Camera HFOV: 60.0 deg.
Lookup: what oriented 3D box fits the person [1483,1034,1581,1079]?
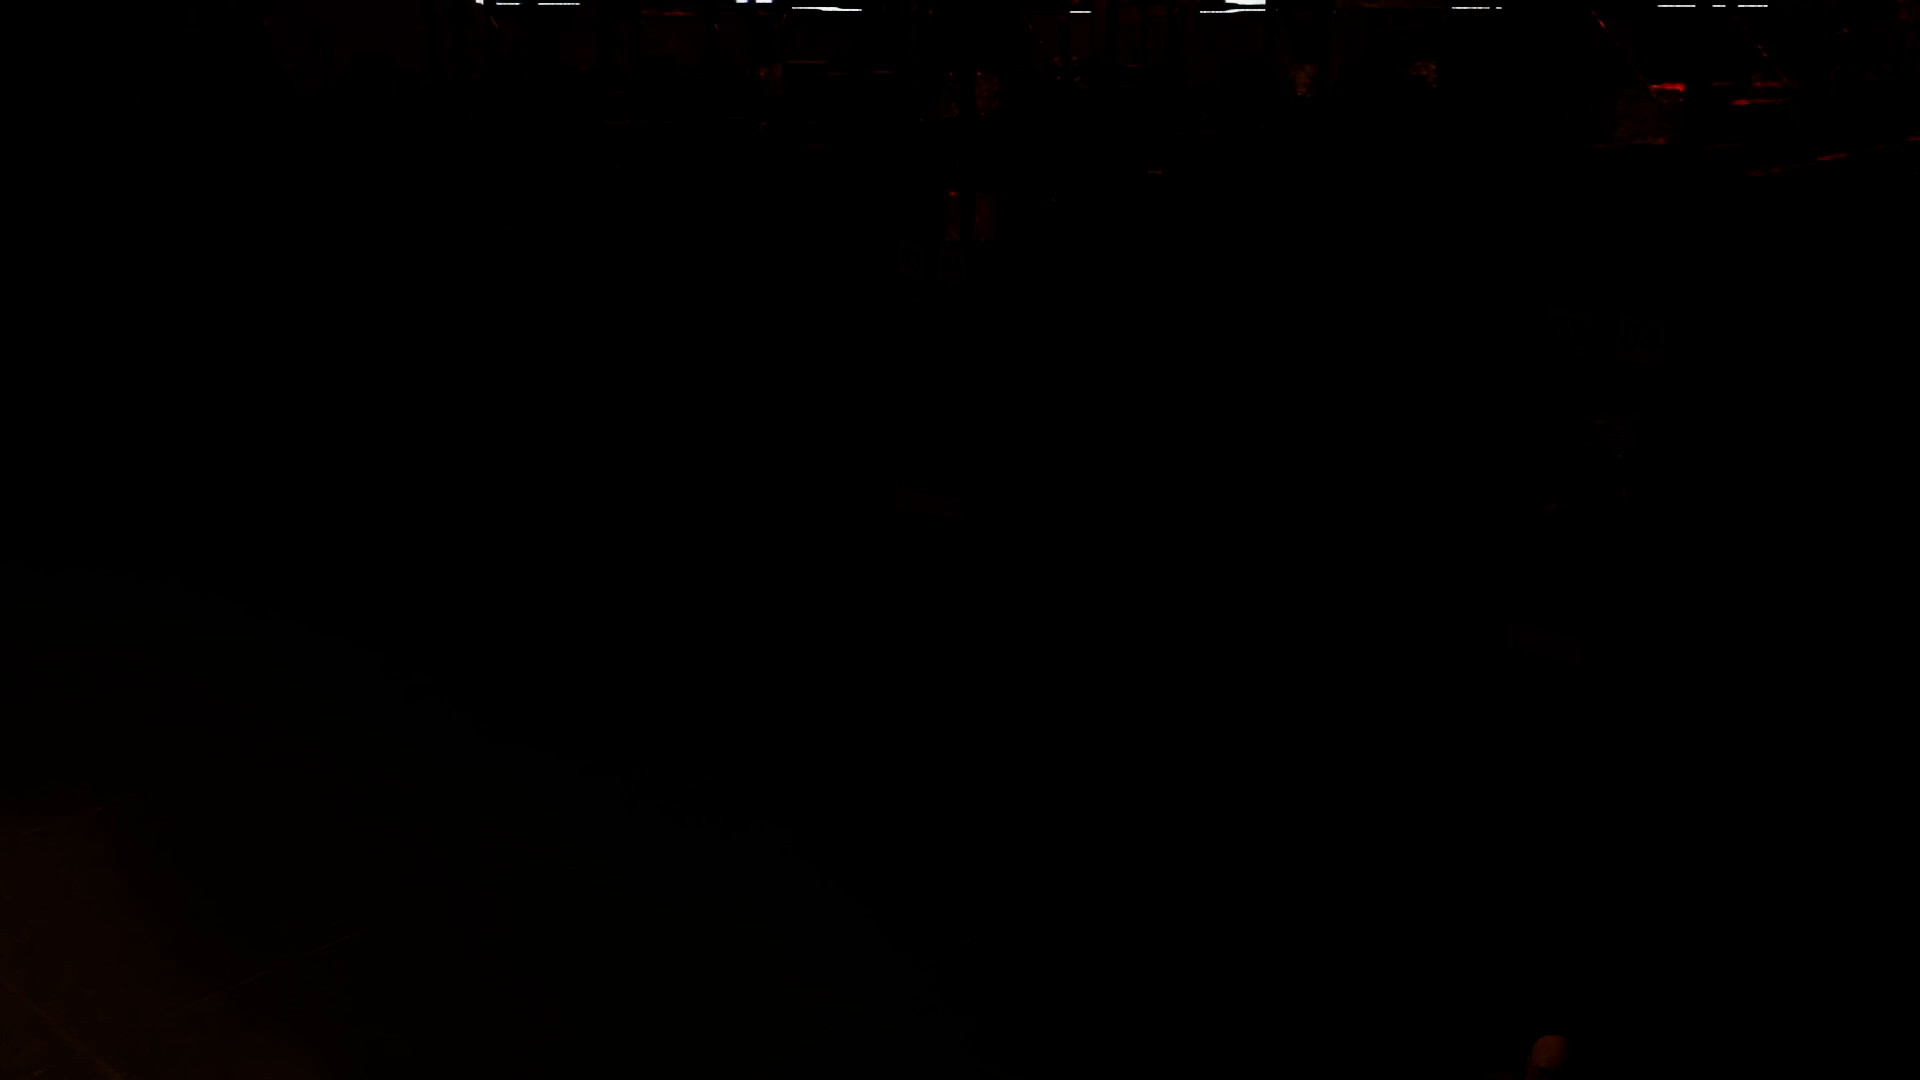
[{"bbox_3d":[-0.062,-0.838,3.618,0.696,1.776,0.582,13,21,37],"label":"person"}]
